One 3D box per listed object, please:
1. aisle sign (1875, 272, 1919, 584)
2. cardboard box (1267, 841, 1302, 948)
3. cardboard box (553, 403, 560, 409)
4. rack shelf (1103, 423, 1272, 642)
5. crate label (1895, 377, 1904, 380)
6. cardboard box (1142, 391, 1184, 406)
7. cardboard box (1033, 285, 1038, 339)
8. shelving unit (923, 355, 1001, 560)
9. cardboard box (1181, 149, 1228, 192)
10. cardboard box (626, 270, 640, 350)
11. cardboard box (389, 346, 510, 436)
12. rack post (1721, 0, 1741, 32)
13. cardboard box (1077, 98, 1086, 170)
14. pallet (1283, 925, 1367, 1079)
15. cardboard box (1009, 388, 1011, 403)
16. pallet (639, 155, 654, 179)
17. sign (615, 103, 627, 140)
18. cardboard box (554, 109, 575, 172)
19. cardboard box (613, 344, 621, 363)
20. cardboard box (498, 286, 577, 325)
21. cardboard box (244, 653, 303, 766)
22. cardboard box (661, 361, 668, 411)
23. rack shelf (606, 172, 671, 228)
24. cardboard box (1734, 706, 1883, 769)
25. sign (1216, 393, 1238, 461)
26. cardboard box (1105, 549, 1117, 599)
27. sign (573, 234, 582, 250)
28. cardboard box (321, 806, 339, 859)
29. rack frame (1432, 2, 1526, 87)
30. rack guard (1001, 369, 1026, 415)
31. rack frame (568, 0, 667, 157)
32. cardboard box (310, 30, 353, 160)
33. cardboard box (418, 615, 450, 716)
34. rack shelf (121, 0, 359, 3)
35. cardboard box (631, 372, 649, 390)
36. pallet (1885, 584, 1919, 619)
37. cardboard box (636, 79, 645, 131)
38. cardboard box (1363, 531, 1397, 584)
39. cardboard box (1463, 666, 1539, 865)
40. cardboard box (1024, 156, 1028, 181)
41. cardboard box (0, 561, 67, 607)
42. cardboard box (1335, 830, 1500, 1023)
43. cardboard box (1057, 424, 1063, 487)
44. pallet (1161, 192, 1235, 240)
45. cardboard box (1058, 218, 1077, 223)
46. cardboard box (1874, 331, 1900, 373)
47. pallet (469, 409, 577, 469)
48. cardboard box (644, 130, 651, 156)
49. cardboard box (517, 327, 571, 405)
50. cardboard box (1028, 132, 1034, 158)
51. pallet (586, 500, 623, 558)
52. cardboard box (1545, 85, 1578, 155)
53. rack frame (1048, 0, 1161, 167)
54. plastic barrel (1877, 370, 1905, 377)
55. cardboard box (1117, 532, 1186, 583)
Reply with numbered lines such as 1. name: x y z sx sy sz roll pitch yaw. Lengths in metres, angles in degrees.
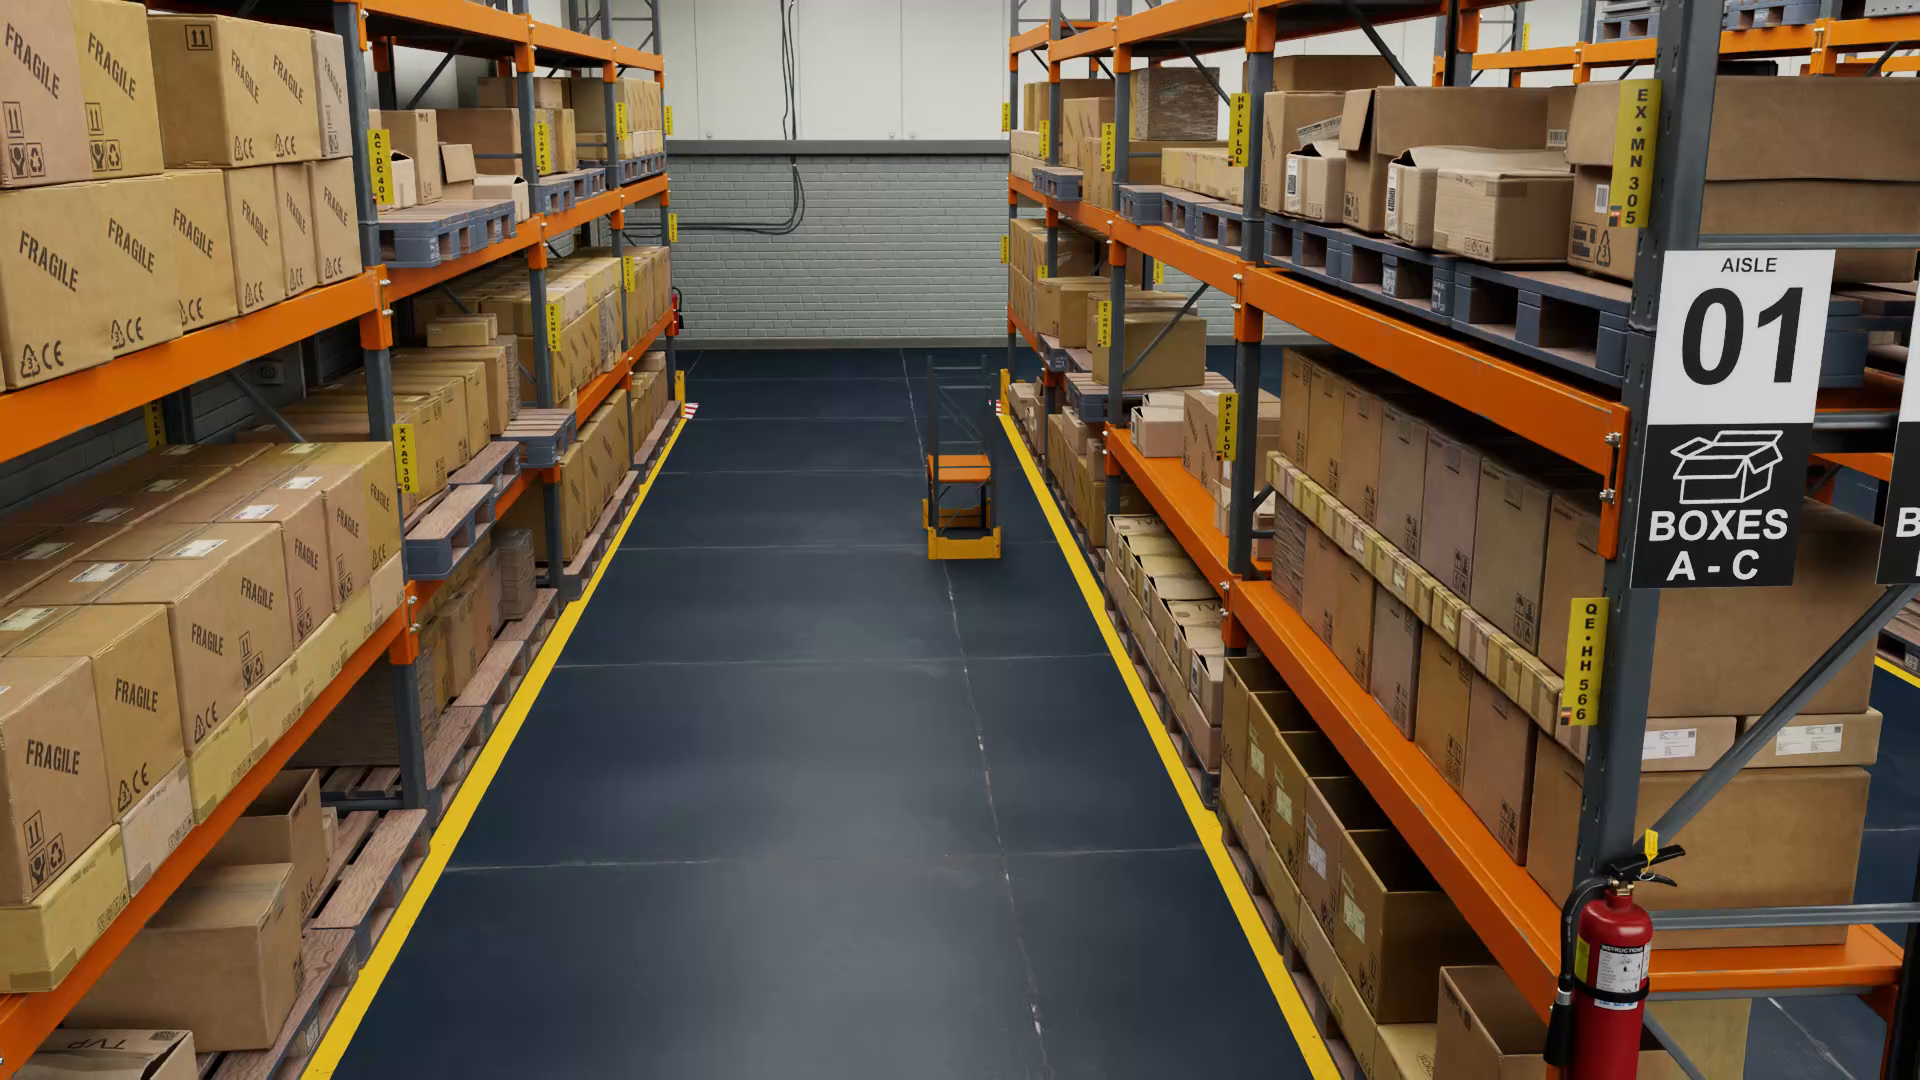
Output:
1. aisle sign: 2.377 -0.279 3.873 0.394 0.787 0.004 -1 14 -3
2. cardboard box: 1.597 1.471 6.966 0.500 0.250 0.500 -1 14 -3
3. cardboard box: -3.169 -0.980 12.279 0.380 0.149 0.250 -1 14 -3
4. rack shelf: 1.695 -0.175 10.132 1.077 0.370 4.000 -1 14 -3
5. crate label: 6.307 -0.863 11.288 0.502 0.435 0.616 -1 14 -3
6. cardboard box: 1.550 -0.887 11.632 0.500 0.311 0.500 0 14 0
7. cardboard box: 1.003 -2.313 16.795 0.500 0.500 0.500 0 14 -2
8. shelving unit: 0.005 -0.707 13.766 0.587 1.500 1.083 -1 14 -3
9. cardboard box: 1.706 -2.362 10.627 0.500 0.250 0.500 0 14 -2
10. cardboard box: -3.638 -2.219 16.029 0.980 0.700 0.700 -1 14 -3
11. cardboard box: -3.272 -0.950 10.615 0.700 0.500 0.500 -2 15 -9
12. rack post: 6.520 -4.253 13.501 0.937 0.300 0.954 1 14 3
13. cardboard box: 1.345 -3.477 14.255 0.600 0.600 0.600 -1 14 -4
14. pallet: 1.905 1.827 6.503 1.003 0.211 1.213 -1 14 -3
15. cardboard box: 0.774 -1.680 19.339 0.380 0.166 0.250 -1 14 -3
16. pallet: -3.733 -3.855 17.146 1.003 0.211 1.213 -1 14 -3
17. sign: -3.080 -3.805 15.105 0.100 0.325 0.005 -1 14 -3
18. cardboard box: -3.577 -3.295 13.708 0.700 0.500 0.500 -1 14 -4
19. cardboard box: -3.278 -1.684 15.017 0.380 0.149 0.250 -1 14 -2
20. cardboard box: -3.178 -1.760 12.503 0.500 0.250 0.500 -1 14 -4
21. cardboard box: -2.692 0.601 5.931 0.500 0.250 0.500 -1 14 -3
22. cardboard box: -3.725 -1.754 18.996 0.700 0.500 0.500 -1 14 -3
23. rack shelf: -3.745 -3.540 17.190 1.077 0.370 4.000 -1 14 -3
24. cardboard box: 2.257 0.505 4.541 0.380 0.149 0.250 -1 14 -4
25. sign: 1.278 -0.538 7.932 0.100 0.325 0.005 -1 14 -3
26. cardboard box: 1.310 0.242 11.742 0.500 0.250 0.500 -1 14 -4
27. sign: -4.423 -3.384 19.262 0.100 0.325 0.005 -1 14 -3
28. cardboard box: -3.062 1.343 7.591 0.380 0.166 0.250 -3 15 -11
29. rack frame: 6.020 -5.992 19.254 1.000 3.000 0.127 -1 14 -3
30. rack guard: 1.080 -1.781 19.946 1.175 0.500 0.348 -1 14 -3
31. rack frame: -3.868 -5.839 18.660 1.000 3.000 0.127 -1 14 -3
32. cardboard box: -2.823 -1.824 6.827 0.500 0.500 0.500 -2 15 -8
33. cardboard box: -3.269 0.738 9.272 0.700 0.500 0.500 -1 14 -5
34. rack shelf: -3.001 -2.007 5.217 1.077 0.370 4.000 -1 14 -3
35. cardboard box: -3.436 -1.651 17.295 0.380 0.149 0.250 -1 14 -5
36. pallet: 6.524 0.447 11.865 1.003 0.211 1.213 -1 14 -3
37. cardboard box: -3.459 -4.366 16.707 0.500 0.500 0.500 -1 14 -3
38. cardboard box: 1.742 0.066 6.247 0.380 0.149 0.250 -1 14 -4
39. cardboard box: 2.013 0.673 5.189 0.700 0.500 0.500 -1 14 -2
40. cardboard box: 0.942 -3.886 17.391 0.500 0.250 0.500 -1 14 -3
41. cardboard box: -3.176 0.378 5.294 0.500 0.500 0.500 -1 14 -5
42. cardboard box: 1.660 1.356 5.906 0.500 0.500 0.500 -1 14 -3
43. cardboard box: 1.154 -0.762 15.101 0.500 0.500 0.500 -1 14 -3
44. pallet: 1.775 -1.937 9.894 1.003 0.211 1.213 0 14 -1
45. cardboard box: 1.377 -3.437 19.157 0.500 0.500 0.500 -1 14 -4
46. cardboard box: 11.139 -1.953 19.018 0.875 0.875 0.875 -1 14 -3
47. pallet: -3.222 -0.675 11.016 1.213 0.211 1.003 -1 14 -3
48. cardboard box: -3.488 -4.128 17.290 0.500 0.250 0.500 -1 14 -5
49. cardboard box: -3.148 -1.271 12.107 0.500 0.500 0.500 0 14 -2
50. cardboard box: 0.966 -4.004 16.845 0.500 0.250 0.500 -1 14 -3
51. pallet: -3.419 -0.093 13.965 1.003 0.211 1.213 -1 14 -3
52. cardboard box: 2.237 -1.221 5.408 0.500 0.500 0.500 -1 14 -3
53. rack frame: 1.323 -4.921 15.094 1.000 3.000 0.127 -1 14 -3
54. plastic barrel: 6.846 -1.052 11.822 0.600 0.536 0.708 -1 14 -3
55. cardboard box: 1.351 0.101 11.165 0.500 0.311 0.500 -1 14 -5
